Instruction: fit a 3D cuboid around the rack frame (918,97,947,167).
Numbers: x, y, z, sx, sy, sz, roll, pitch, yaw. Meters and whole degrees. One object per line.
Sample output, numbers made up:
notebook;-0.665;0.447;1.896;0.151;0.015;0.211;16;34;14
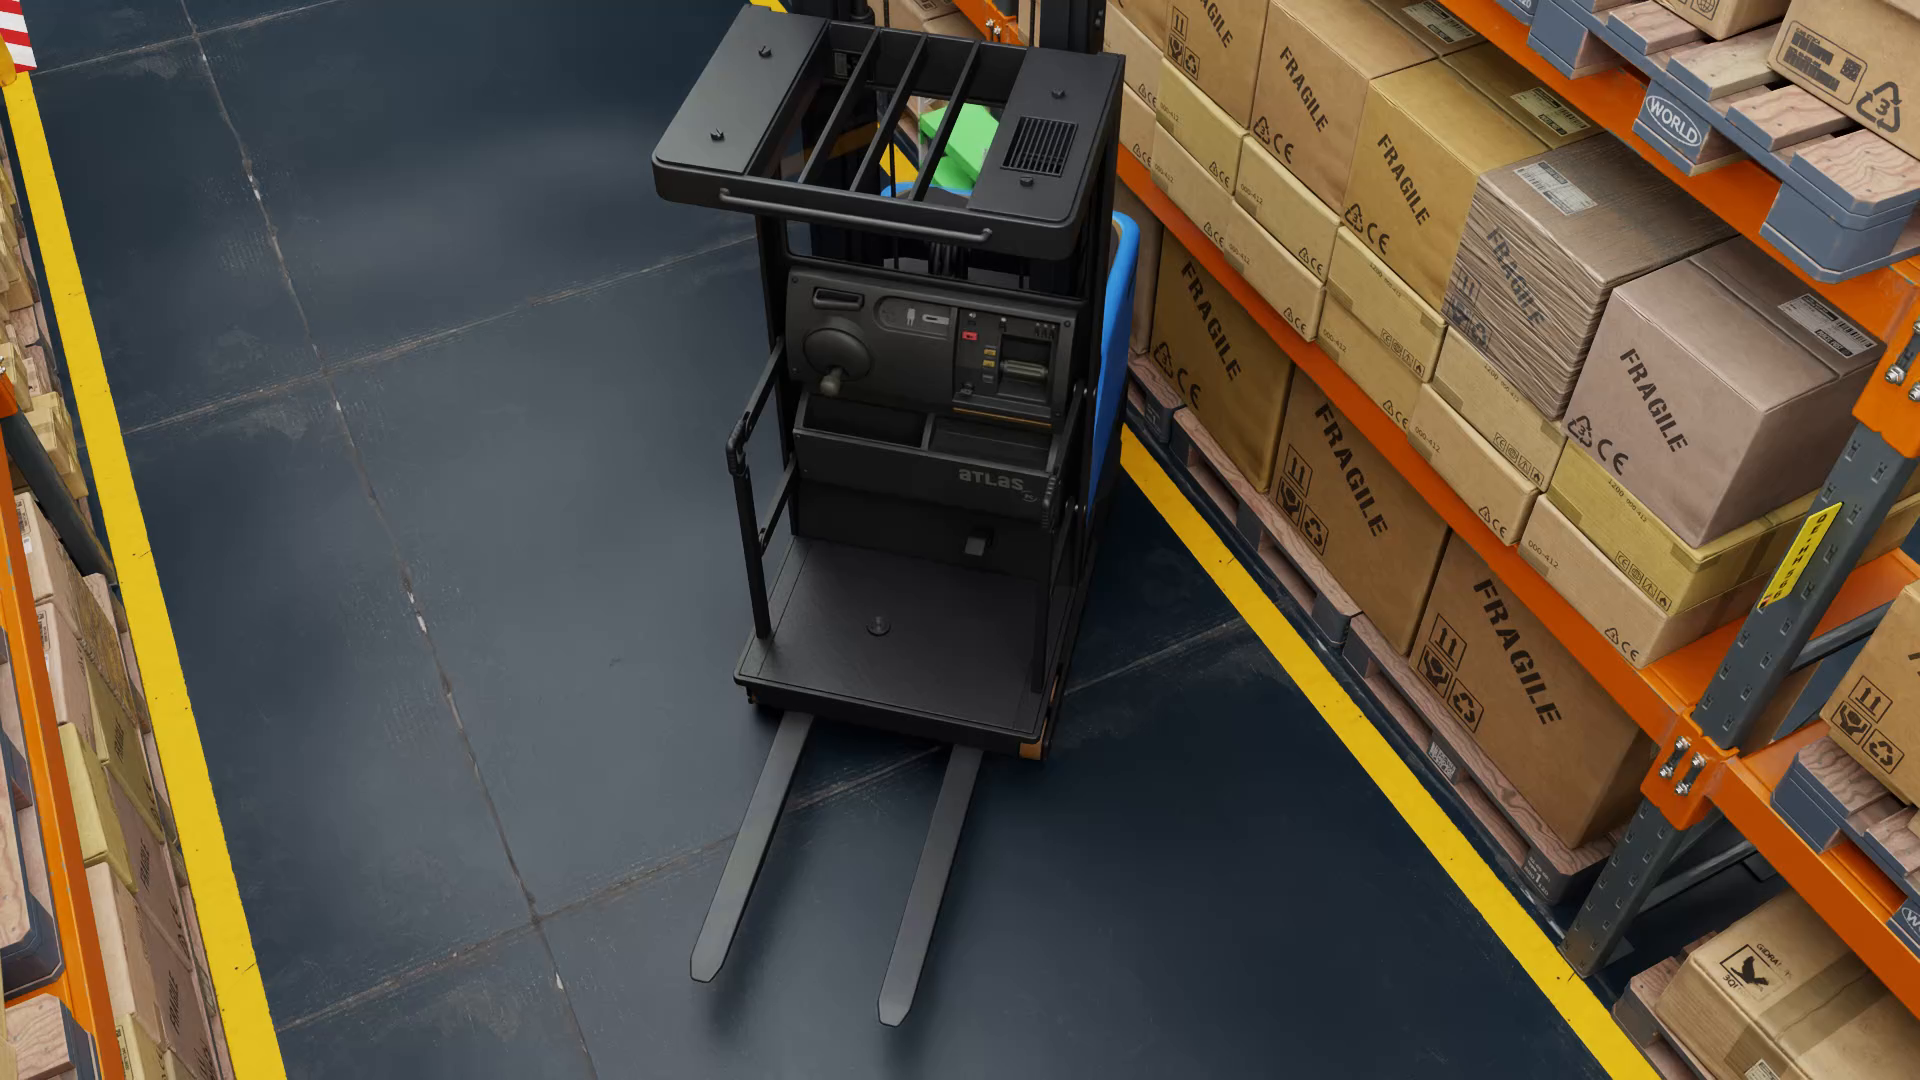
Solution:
rack frame;-0.063;-1.455;7.118;0.240;1.200;0.015;-25;53;-20

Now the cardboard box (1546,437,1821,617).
cardboard box;1.984;-0.124;4.526;0.500;0.250;0.500;-21;52;-18

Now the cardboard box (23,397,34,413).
cardboard box;-3.831;-0.466;6.475;0.380;0.149;0.250;-21;52;-17

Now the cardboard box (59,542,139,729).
cardboard box;-3.192;0.416;5.667;0.500;0.500;0.500;-22;52;-18

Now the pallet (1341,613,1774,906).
pallet;2.138;0.592;5.985;1.003;0.211;1.213;-21;52;-18

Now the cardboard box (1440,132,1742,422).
cardboard box;1.720;-0.731;4.559;0.500;0.500;0.500;-20;52;-17

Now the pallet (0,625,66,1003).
pallet;-2.866;0.753;4.119;1.003;0.211;1.213;-21;52;-18

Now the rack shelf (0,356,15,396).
rack shelf;-4.669;-1.779;6.683;1.077;0.370;4.000;-21;52;-18

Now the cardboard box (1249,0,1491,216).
cardboard box;1.274;-1.407;5.150;0.500;0.500;0.500;-22;52;-18

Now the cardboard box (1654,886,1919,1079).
cardboard box;2.681;1.336;4.948;0.950;0.372;0.625;-24;53;-20

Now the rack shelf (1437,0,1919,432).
rack shelf;1.516;-1.862;4.763;1.077;0.370;4.000;-21;52;-18

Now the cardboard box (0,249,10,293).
cardboard box;-4.144;-1.097;6.829;0.380;0.149;0.250;-20;52;-17

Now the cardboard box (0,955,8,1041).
cardboard box;-2.321;1.036;3.632;0.380;0.149;0.250;-19;51;-16

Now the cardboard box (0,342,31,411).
cardboard box;-3.801;-0.579;6.376;0.380;0.149;0.250;-19;51;-16

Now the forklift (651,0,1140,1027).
forklift;-0.151;-0.504;5.136;1.130;2.935;3.031;10;50;9

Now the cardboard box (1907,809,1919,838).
cardboard box;2.514;0.654;3.965;0.380;0.149;0.250;-24;53;-20

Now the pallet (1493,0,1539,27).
pallet;1.575;-1.858;4.407;1.003;0.211;1.213;-19;51;-16

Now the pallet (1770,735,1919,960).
pallet;2.852;0.731;4.138;1.213;0.211;1.003;-21;52;-18

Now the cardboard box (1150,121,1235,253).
cardboard box;1.026;-1.321;5.904;0.500;0.250;0.500;-22;52;-18

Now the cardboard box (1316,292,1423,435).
cardboard box;1.505;-0.651;5.319;0.500;0.250;0.500;-22;52;-18

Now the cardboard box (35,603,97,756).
cardboard box;-2.965;0.521;5.078;0.500;0.250;0.500;-19;51;-16

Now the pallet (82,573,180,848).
pallet;-3.397;0.762;5.836;1.003;0.211;1.213;-21;52;-18

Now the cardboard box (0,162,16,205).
cardboard box;-4.609;-1.620;7.682;0.380;0.149;0.250;-23;53;-19

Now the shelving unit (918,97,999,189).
shelving unit;0.066;-1.299;6.981;0.258;1.200;0.503;-25;53;-20

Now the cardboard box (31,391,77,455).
cardboard box;-3.757;-0.409;6.623;0.380;0.149;0.250;-20;52;-16

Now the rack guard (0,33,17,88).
rack guard;-5.550;-2.480;8.480;1.175;0.500;0.348;-21;52;-18

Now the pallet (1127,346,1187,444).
pallet;1.021;-1.041;7.413;1.003;0.211;1.213;-21;52;-18

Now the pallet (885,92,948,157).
pallet;0.322;-2.067;8.311;1.003;0.211;1.213;-21;52;-18

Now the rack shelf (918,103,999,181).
rack shelf;0.066;-1.573;6.668;0.258;0.148;0.480;-25;53;-20

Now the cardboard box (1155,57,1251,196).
cardboard box;1.022;-1.487;5.718;0.500;0.250;0.500;-21;52;-17

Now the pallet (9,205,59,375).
pallet;-4.655;-1.014;7.389;1.003;0.211;1.213;-21;52;-18

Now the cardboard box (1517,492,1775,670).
cardboard box;1.969;0.028;4.725;0.500;0.250;0.500;-23;53;-19

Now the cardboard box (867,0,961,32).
cardboard box;-0.001;-2.800;8.522;0.875;0.438;0.875;-23;53;-19

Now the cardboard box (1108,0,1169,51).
cardboard box;0.804;-2.087;5.745;0.500;0.500;0.500;-21;52;-18

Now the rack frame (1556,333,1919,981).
rack frame;2.431;0.228;4.451;1.000;3.000;0.127;-21;52;-18

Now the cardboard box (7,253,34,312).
cardboard box;-4.265;-1.085;7.214;0.380;0.149;0.250;-22;53;-18

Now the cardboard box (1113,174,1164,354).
cardboard box;0.956;-1.501;7.095;0.875;0.875;0.875;-20;52;-16

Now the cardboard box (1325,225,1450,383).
cardboard box;1.493;-0.802;5.119;0.500;0.250;0.500;-22;53;-18

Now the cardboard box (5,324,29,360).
cardboard box;-4.077;-0.710;6.886;0.380;0.149;0.250;-22;52;-18

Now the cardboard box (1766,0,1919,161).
cardboard box;2.125;-1.133;3.300;0.797;0.503;0.637;-24;53;-20

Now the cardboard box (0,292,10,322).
cardboard box;-4.201;-0.990;6.933;0.380;0.149;0.250;-19;51;-16

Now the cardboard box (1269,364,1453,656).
cardboard box;1.785;-0.301;6.045;0.875;0.875;0.875;-21;52;-17

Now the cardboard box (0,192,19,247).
cardboard box;-4.350;-1.355;7.252;0.380;0.149;0.250;-21;52;-17

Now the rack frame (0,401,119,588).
rack frame;-3.754;-0.677;5.242;1.000;3.000;0.127;-21;52;-18

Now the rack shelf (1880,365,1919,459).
rack shelf;3.346;0.815;2.422;1.077;0.370;4.000;-21;52;-18

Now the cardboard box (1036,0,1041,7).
cardboard box;0.551;-2.173;6.318;0.500;0.250;0.500;-23;53;-19

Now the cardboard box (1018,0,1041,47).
cardboard box;0.568;-2.015;6.512;0.500;0.250;0.500;-22;52;-18

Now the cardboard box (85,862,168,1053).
cardboard box;-2.471;1.218;4.468;0.500;0.250;0.500;-21;52;-17

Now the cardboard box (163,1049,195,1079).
cardboard box;-2.254;1.788;4.467;0.500;0.500;0.500;-21;52;-17

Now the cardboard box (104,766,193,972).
cardboard box;-2.726;1.105;5.065;0.500;0.500;0.500;-22;52;-18

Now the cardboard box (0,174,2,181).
cardboard box;-4.602;-1.707;7.561;0.380;0.149;0.250;-20;52;-17
